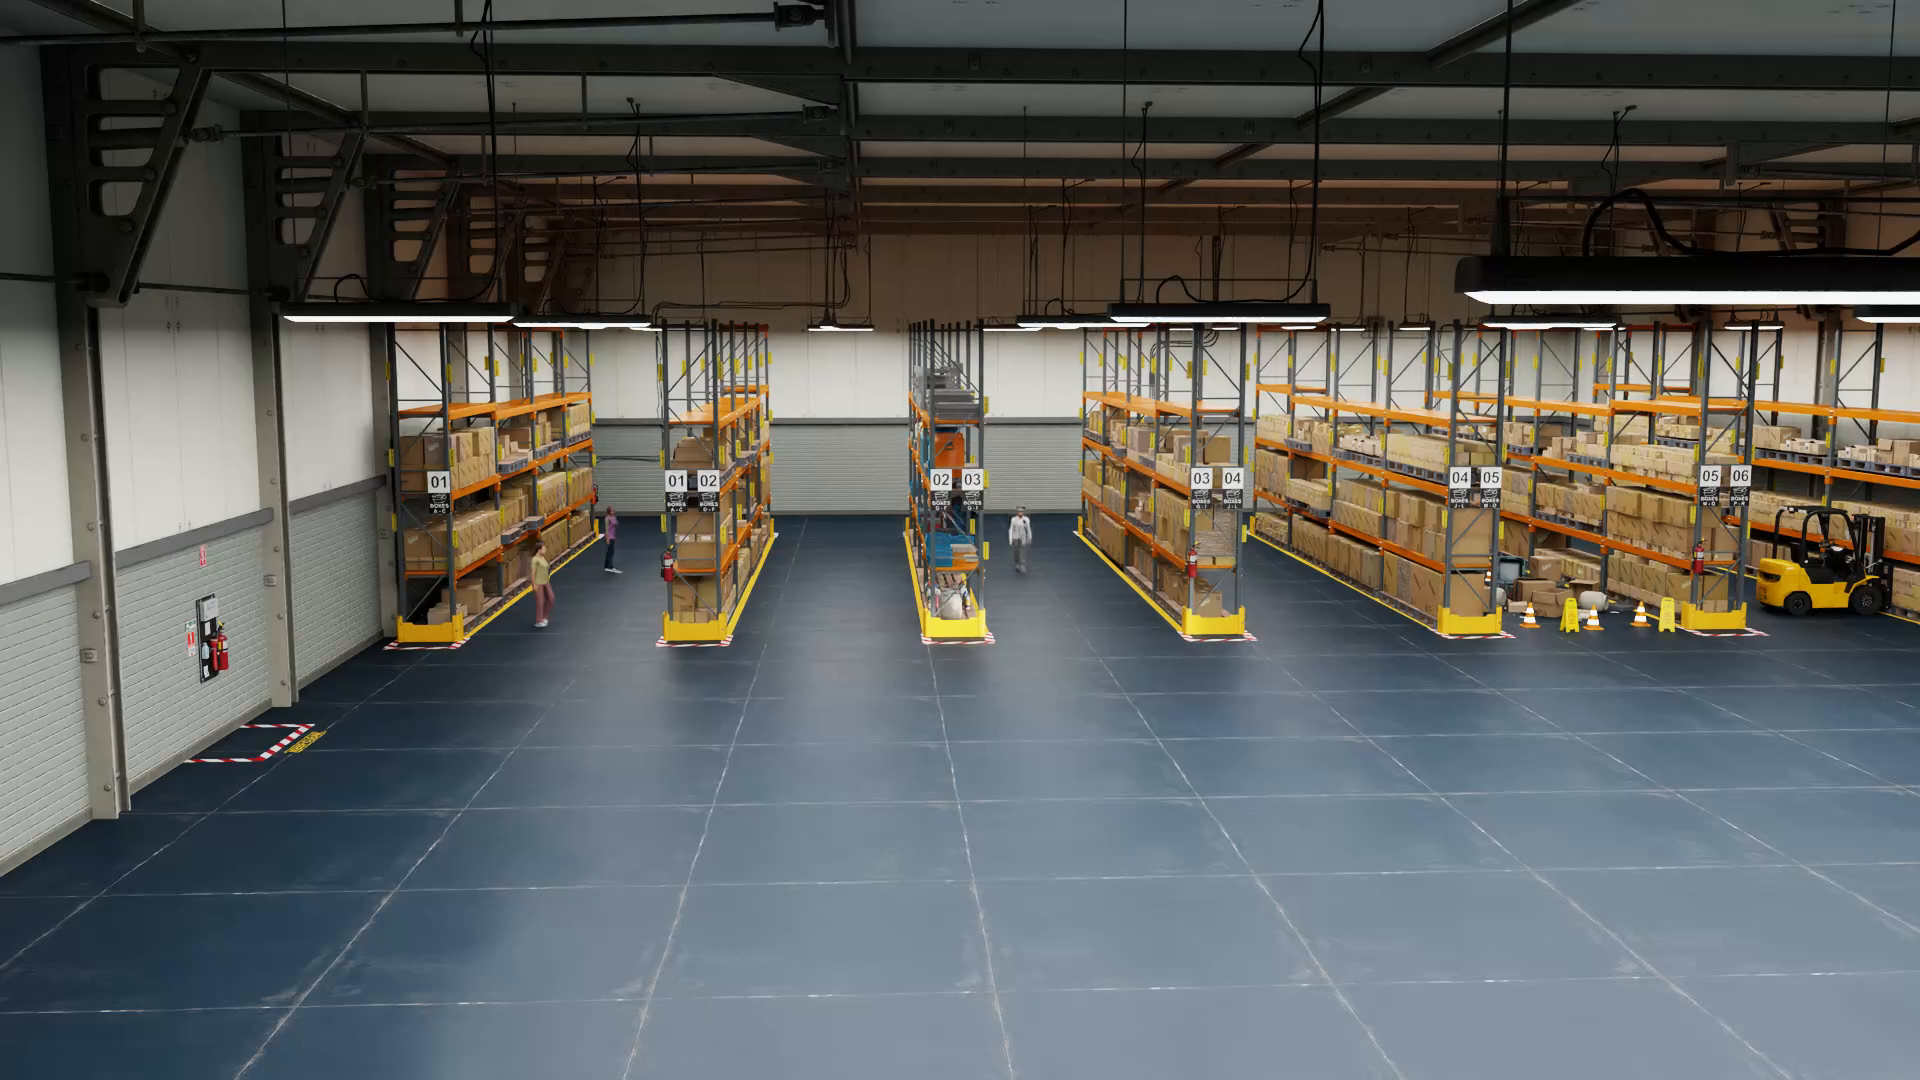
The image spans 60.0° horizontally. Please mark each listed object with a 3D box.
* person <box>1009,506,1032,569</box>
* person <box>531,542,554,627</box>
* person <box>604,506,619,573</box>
[{"bbox_3d":[1.456,-0.044,39.953,0.538,1.586,0.994,0,7,3],"label":"person"},{"bbox_3d":[-8.287,0.866,32.735,0.468,1.672,0.549,3,8,26],"label":"person"},{"bbox_3d":[-8.421,-0.010,40.212,0.403,1.574,0.431,0,7,2],"label":"person"}]
